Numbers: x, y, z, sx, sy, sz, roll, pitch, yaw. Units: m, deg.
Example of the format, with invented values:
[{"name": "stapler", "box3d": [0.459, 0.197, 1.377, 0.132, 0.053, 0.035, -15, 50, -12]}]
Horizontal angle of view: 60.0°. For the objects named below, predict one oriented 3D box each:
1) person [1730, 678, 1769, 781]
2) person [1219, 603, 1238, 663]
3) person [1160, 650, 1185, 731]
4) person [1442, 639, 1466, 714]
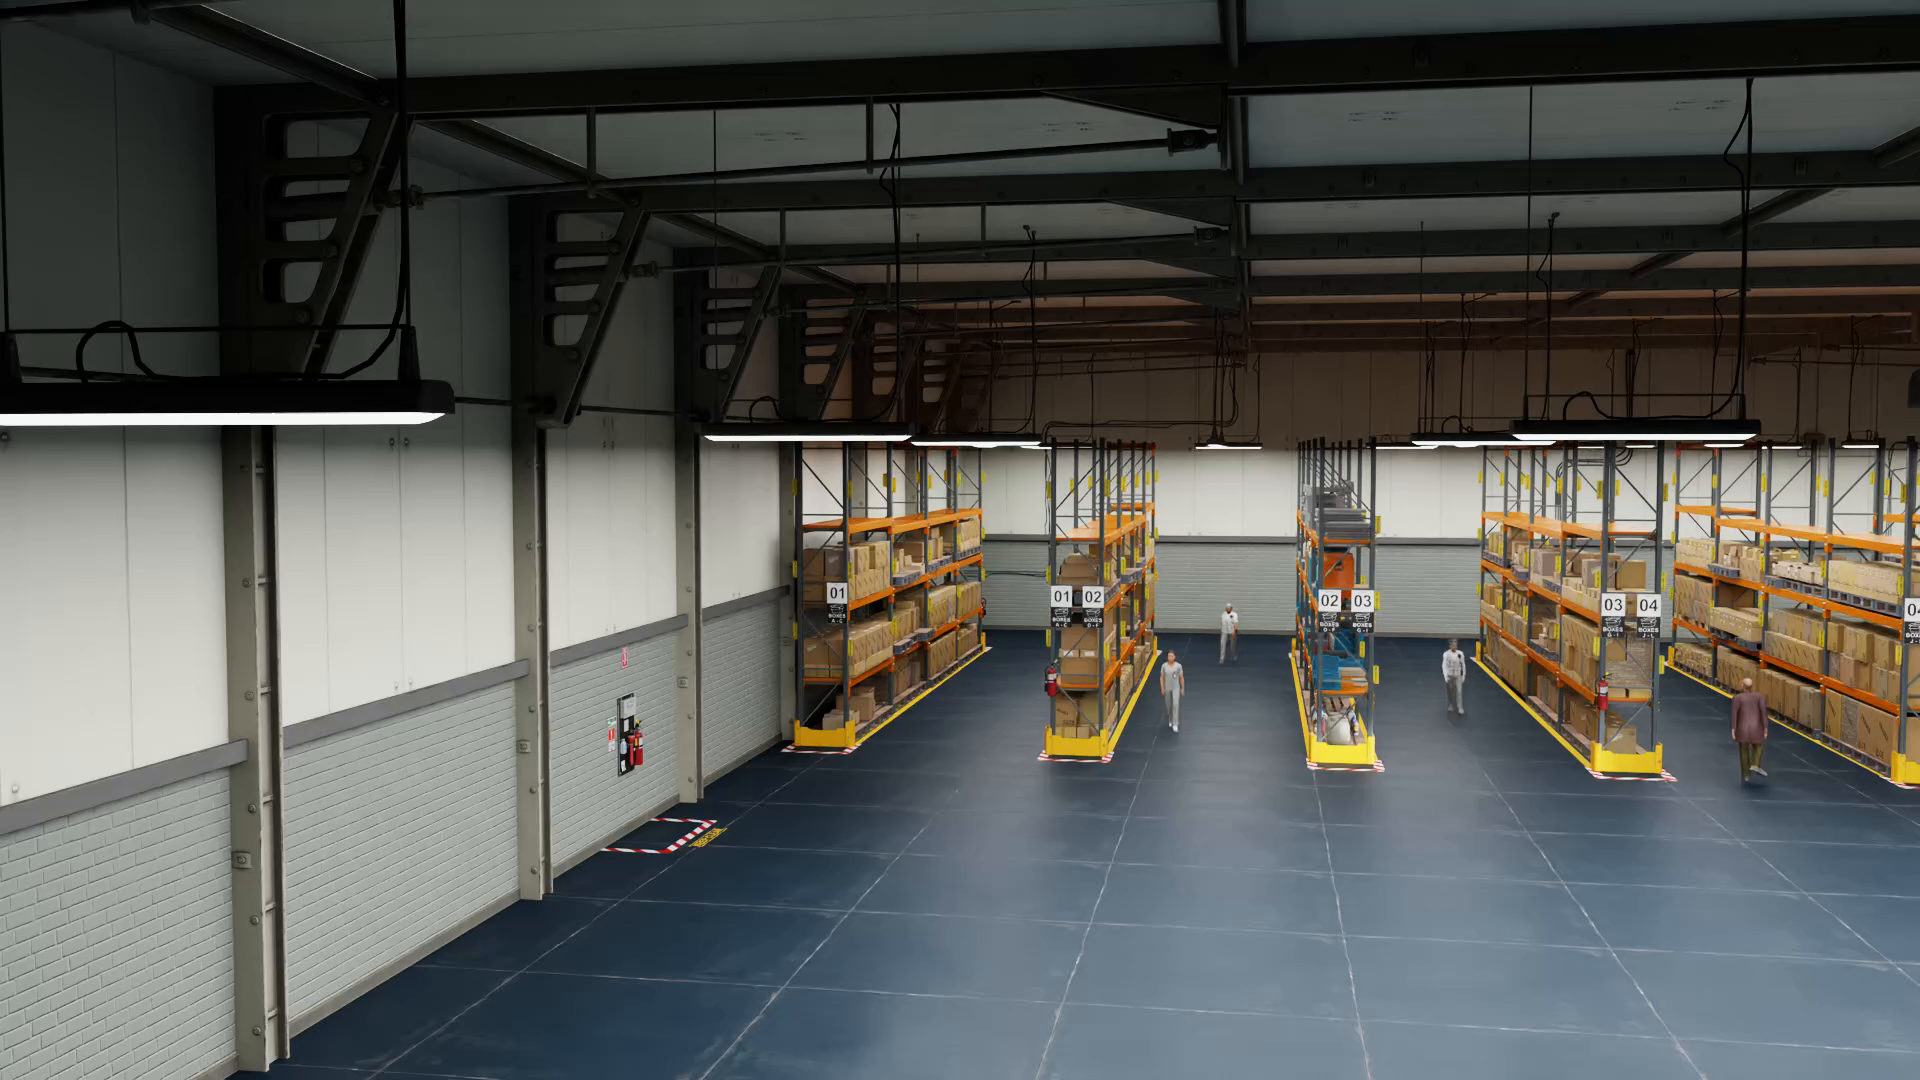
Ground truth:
[{"name": "person", "box3d": [13.753, 3.295, 28.981, 0.616, 1.770, 0.532, 1, 3, 23]}, {"name": "person", "box3d": [7.297, 2.521, 45.098, 0.486, 1.603, 0.992, 1, 3, 24]}, {"name": "person", "box3d": [4.335, 3.075, 34.129, 0.481, 1.626, 0.947, 1, 3, 19]}, {"name": "person", "box3d": [10.774, 2.965, 36.271, 0.505, 1.625, 0.991, 1, 3, 16]}]
